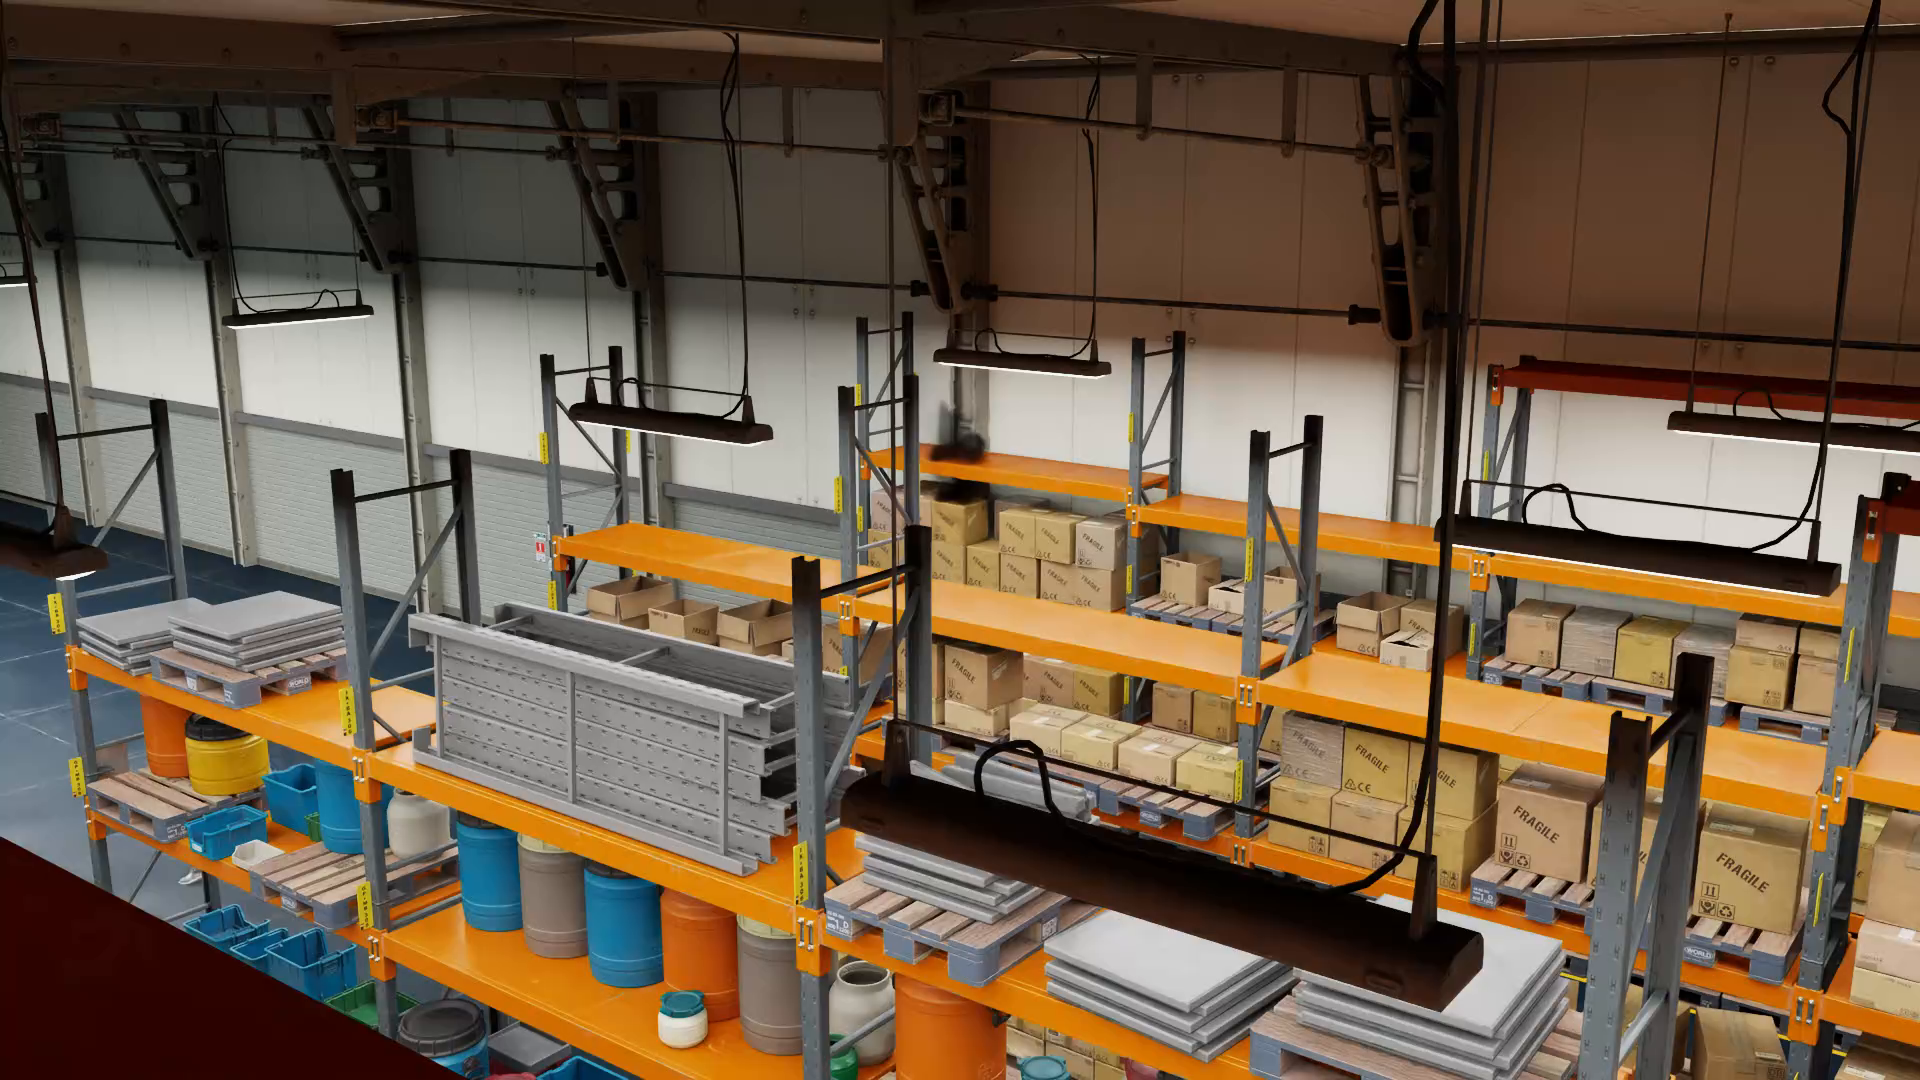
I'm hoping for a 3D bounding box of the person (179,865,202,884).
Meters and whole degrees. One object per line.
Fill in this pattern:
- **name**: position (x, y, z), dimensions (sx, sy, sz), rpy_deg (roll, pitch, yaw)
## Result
- **person**: position (-8.435, 3.033, 18.707), dimensions (0.822, 1.582, 0.525), rpy_deg (-10, 17, -38)
